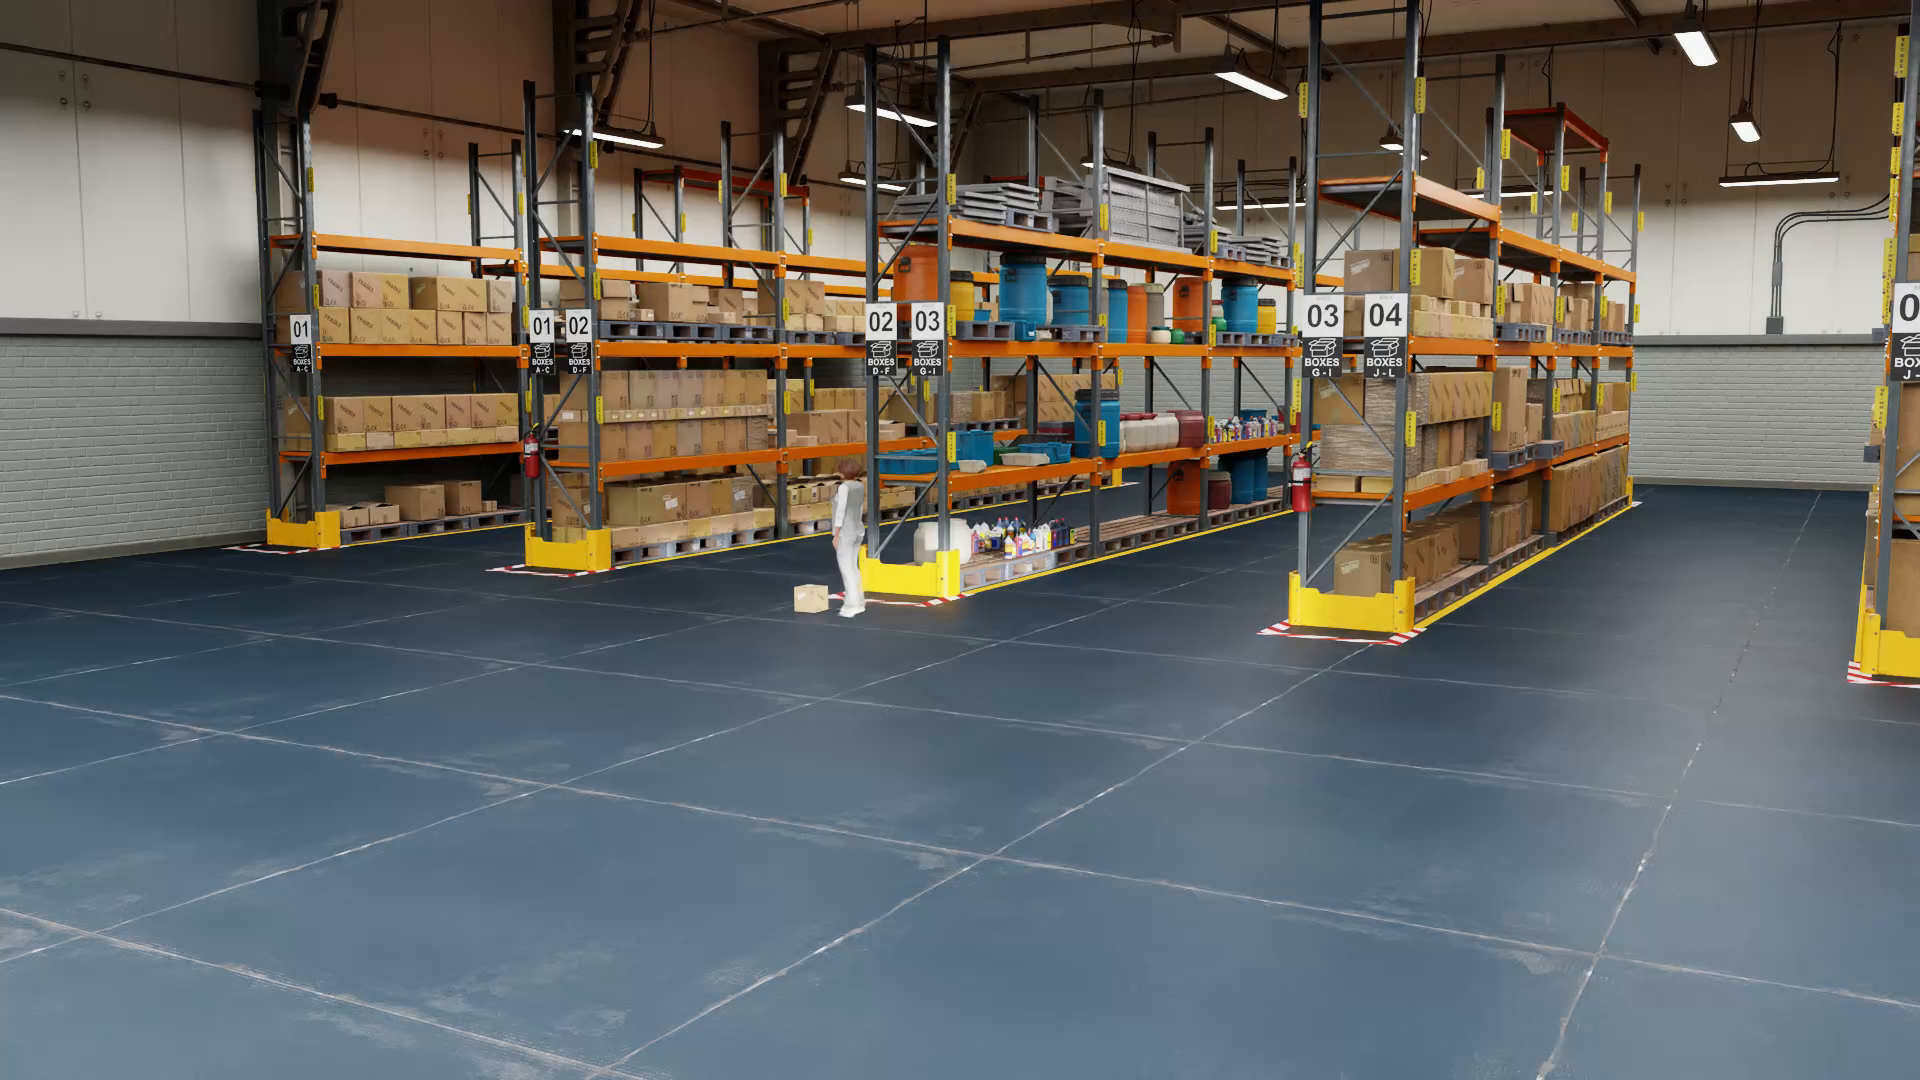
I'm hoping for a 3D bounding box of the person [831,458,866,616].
[{"bbox_3d":[-1.132,-0.019,16.916,0.338,1.634,0.406,4,7,30],"label":"person"}]
